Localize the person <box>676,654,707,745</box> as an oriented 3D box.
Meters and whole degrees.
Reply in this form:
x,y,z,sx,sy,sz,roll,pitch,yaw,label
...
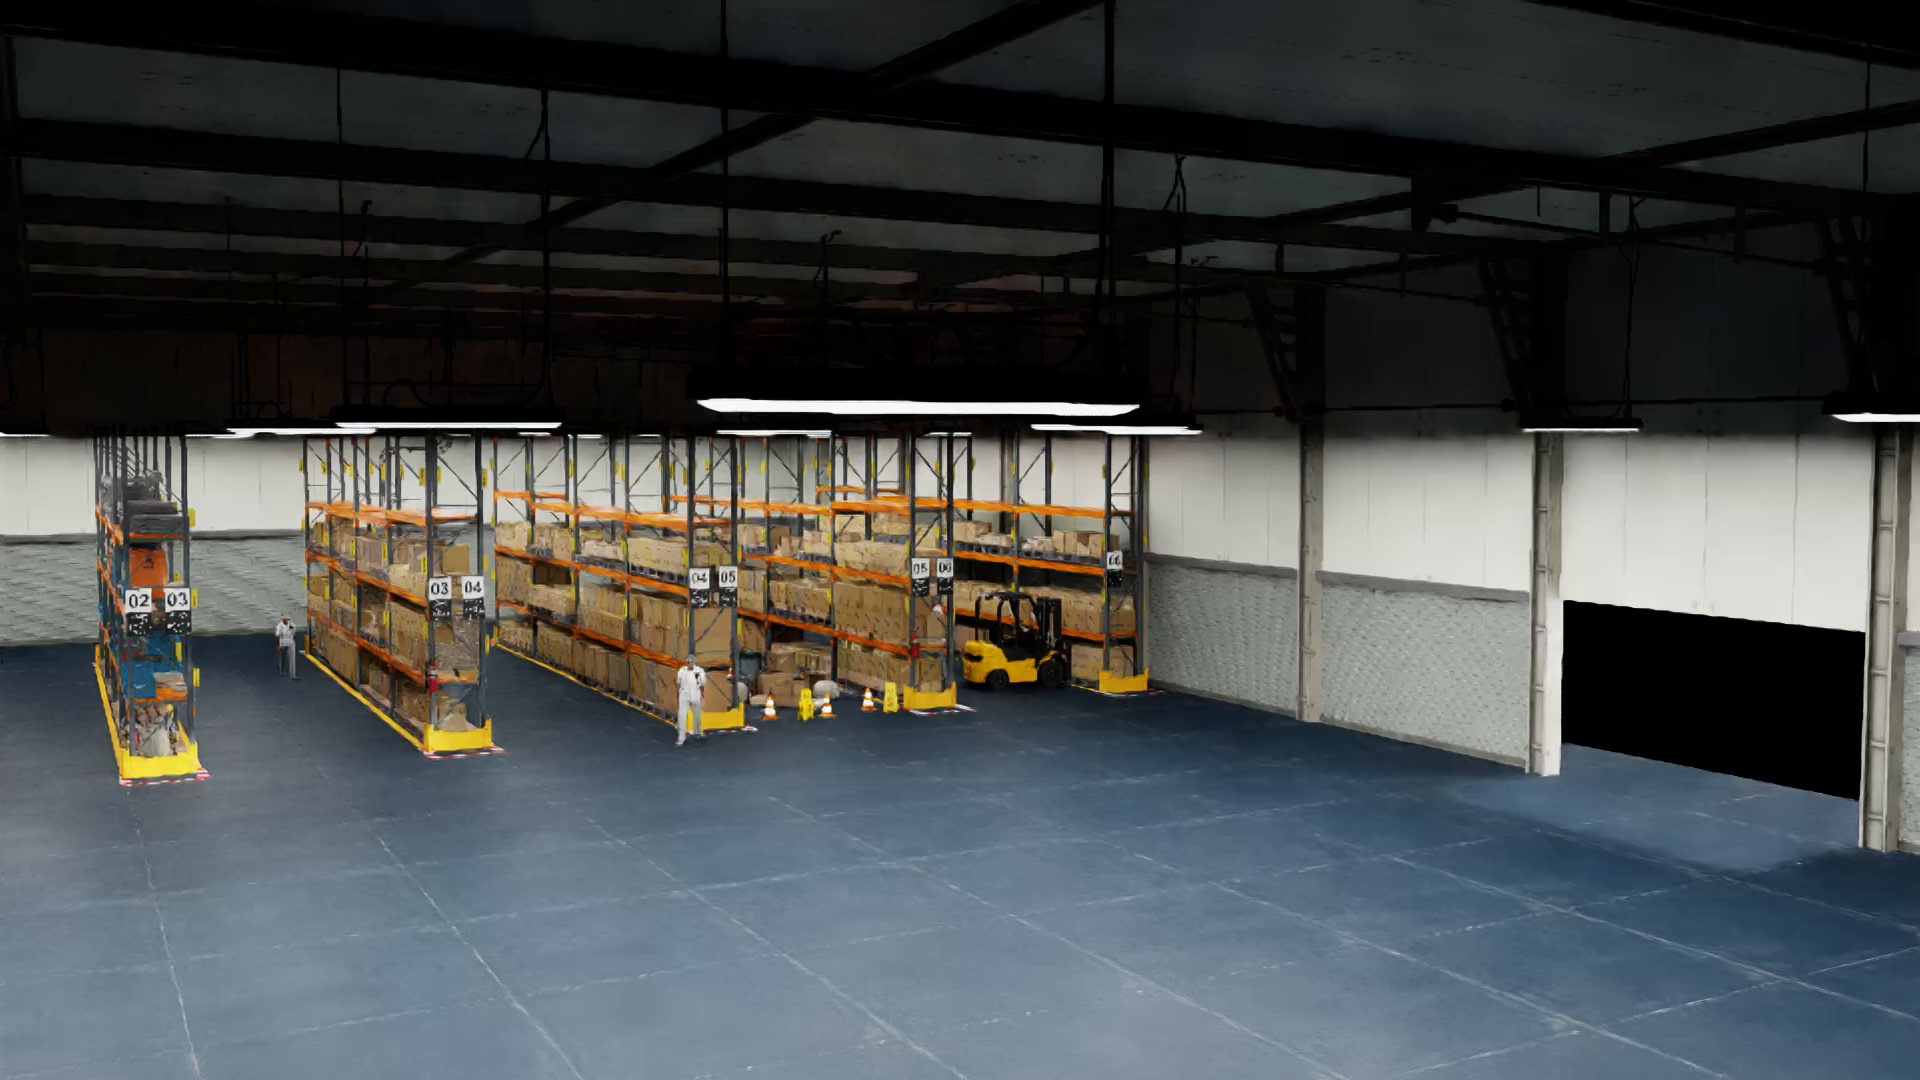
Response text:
x,y,z,sx,sy,sz,roll,pitch,yaw,label
-5.067,2.970,31.302,0.583,1.711,0.970,0,3,-5,person

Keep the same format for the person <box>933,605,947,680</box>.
x,y,z,sx,sy,sz,roll,pitch,yaw,label
-0.564,2.425,39.602,0.576,1.768,0.626,0,3,2,person

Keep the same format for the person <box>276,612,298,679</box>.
x,y,z,sx,sy,sz,roll,pitch,yaw,label
-16.119,2.503,39.781,0.456,1.589,1.088,-2,4,-26,person

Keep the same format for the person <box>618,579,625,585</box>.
x,y,z,sx,sy,sz,roll,pitch,yaw,label
-9.940,1.900,48.923,0.674,1.716,0.635,3,5,40,person
